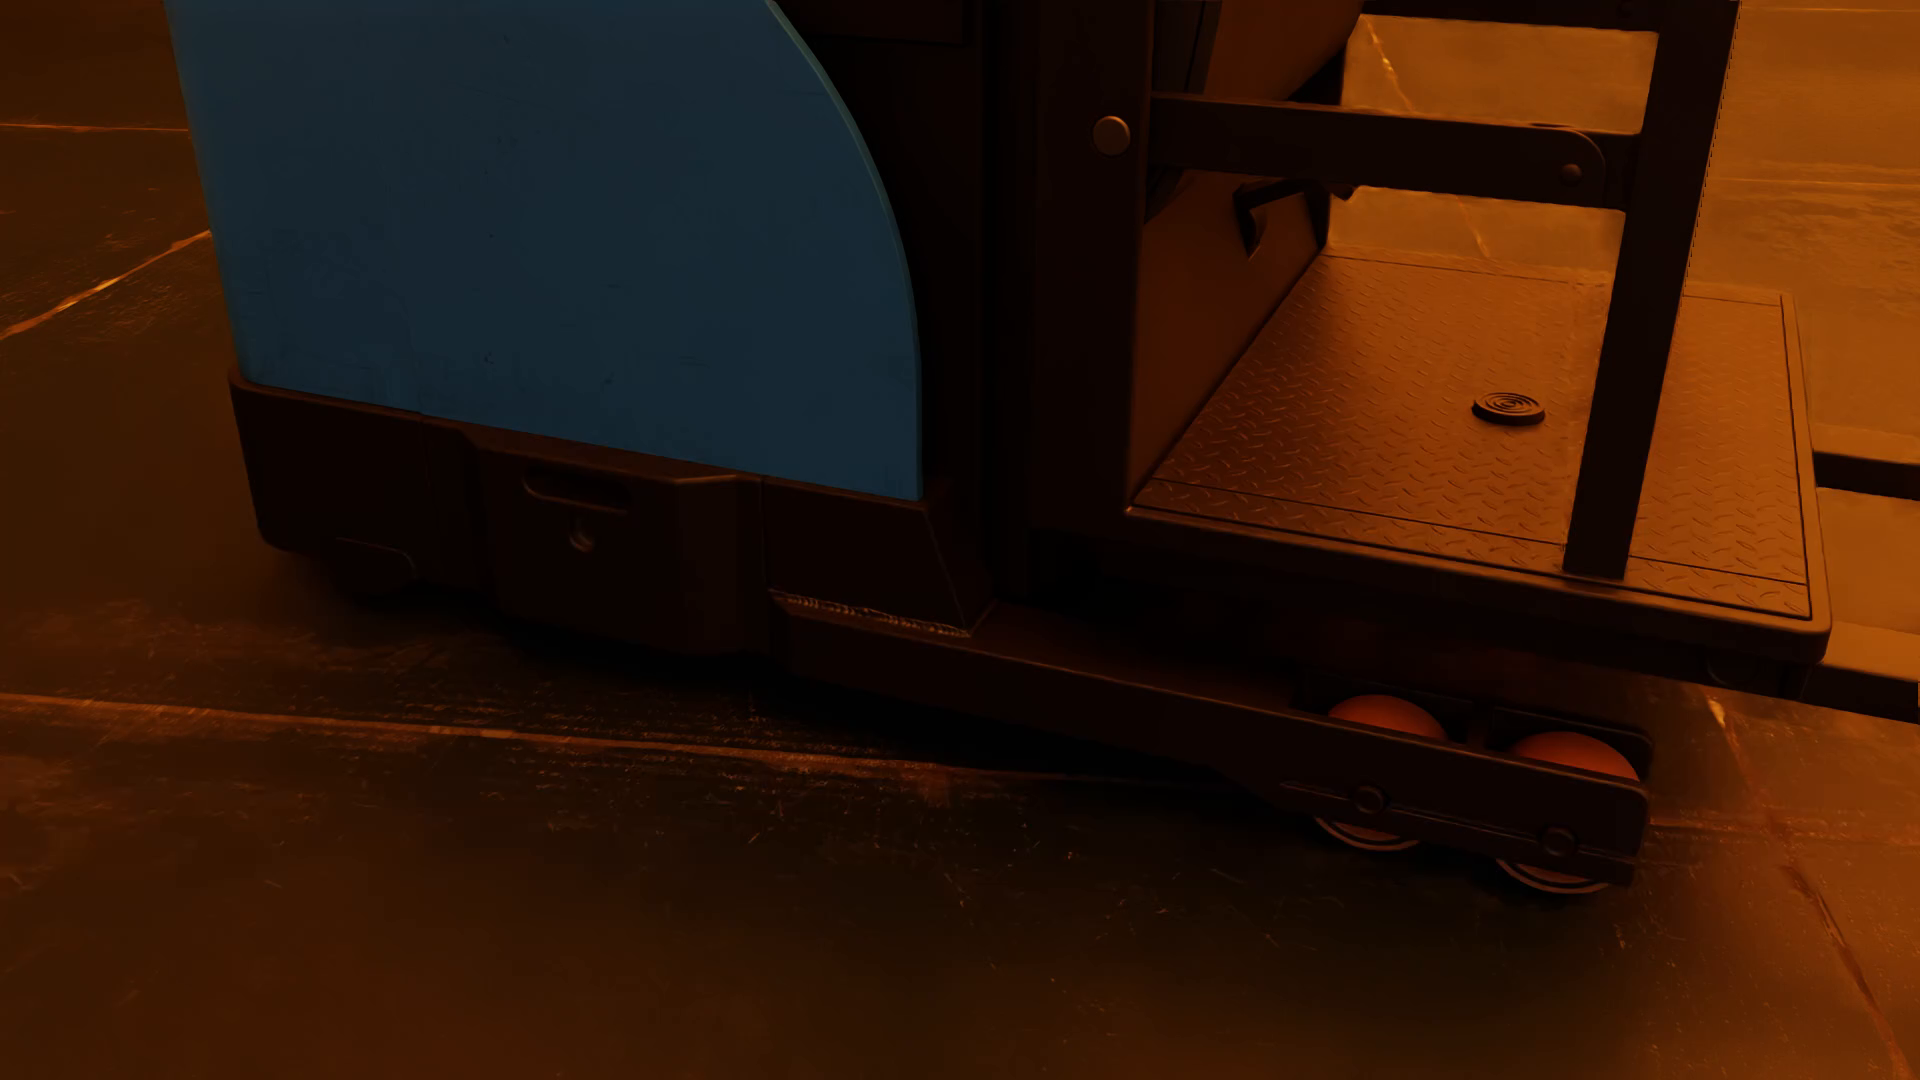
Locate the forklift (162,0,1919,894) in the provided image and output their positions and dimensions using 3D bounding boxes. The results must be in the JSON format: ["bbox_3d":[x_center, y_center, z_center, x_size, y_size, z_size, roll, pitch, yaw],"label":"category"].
[{"bbox_3d":[0.565,-1.209,1.640,3.031,2.935,1.130,10,28,20],"label":"forklift"}]
